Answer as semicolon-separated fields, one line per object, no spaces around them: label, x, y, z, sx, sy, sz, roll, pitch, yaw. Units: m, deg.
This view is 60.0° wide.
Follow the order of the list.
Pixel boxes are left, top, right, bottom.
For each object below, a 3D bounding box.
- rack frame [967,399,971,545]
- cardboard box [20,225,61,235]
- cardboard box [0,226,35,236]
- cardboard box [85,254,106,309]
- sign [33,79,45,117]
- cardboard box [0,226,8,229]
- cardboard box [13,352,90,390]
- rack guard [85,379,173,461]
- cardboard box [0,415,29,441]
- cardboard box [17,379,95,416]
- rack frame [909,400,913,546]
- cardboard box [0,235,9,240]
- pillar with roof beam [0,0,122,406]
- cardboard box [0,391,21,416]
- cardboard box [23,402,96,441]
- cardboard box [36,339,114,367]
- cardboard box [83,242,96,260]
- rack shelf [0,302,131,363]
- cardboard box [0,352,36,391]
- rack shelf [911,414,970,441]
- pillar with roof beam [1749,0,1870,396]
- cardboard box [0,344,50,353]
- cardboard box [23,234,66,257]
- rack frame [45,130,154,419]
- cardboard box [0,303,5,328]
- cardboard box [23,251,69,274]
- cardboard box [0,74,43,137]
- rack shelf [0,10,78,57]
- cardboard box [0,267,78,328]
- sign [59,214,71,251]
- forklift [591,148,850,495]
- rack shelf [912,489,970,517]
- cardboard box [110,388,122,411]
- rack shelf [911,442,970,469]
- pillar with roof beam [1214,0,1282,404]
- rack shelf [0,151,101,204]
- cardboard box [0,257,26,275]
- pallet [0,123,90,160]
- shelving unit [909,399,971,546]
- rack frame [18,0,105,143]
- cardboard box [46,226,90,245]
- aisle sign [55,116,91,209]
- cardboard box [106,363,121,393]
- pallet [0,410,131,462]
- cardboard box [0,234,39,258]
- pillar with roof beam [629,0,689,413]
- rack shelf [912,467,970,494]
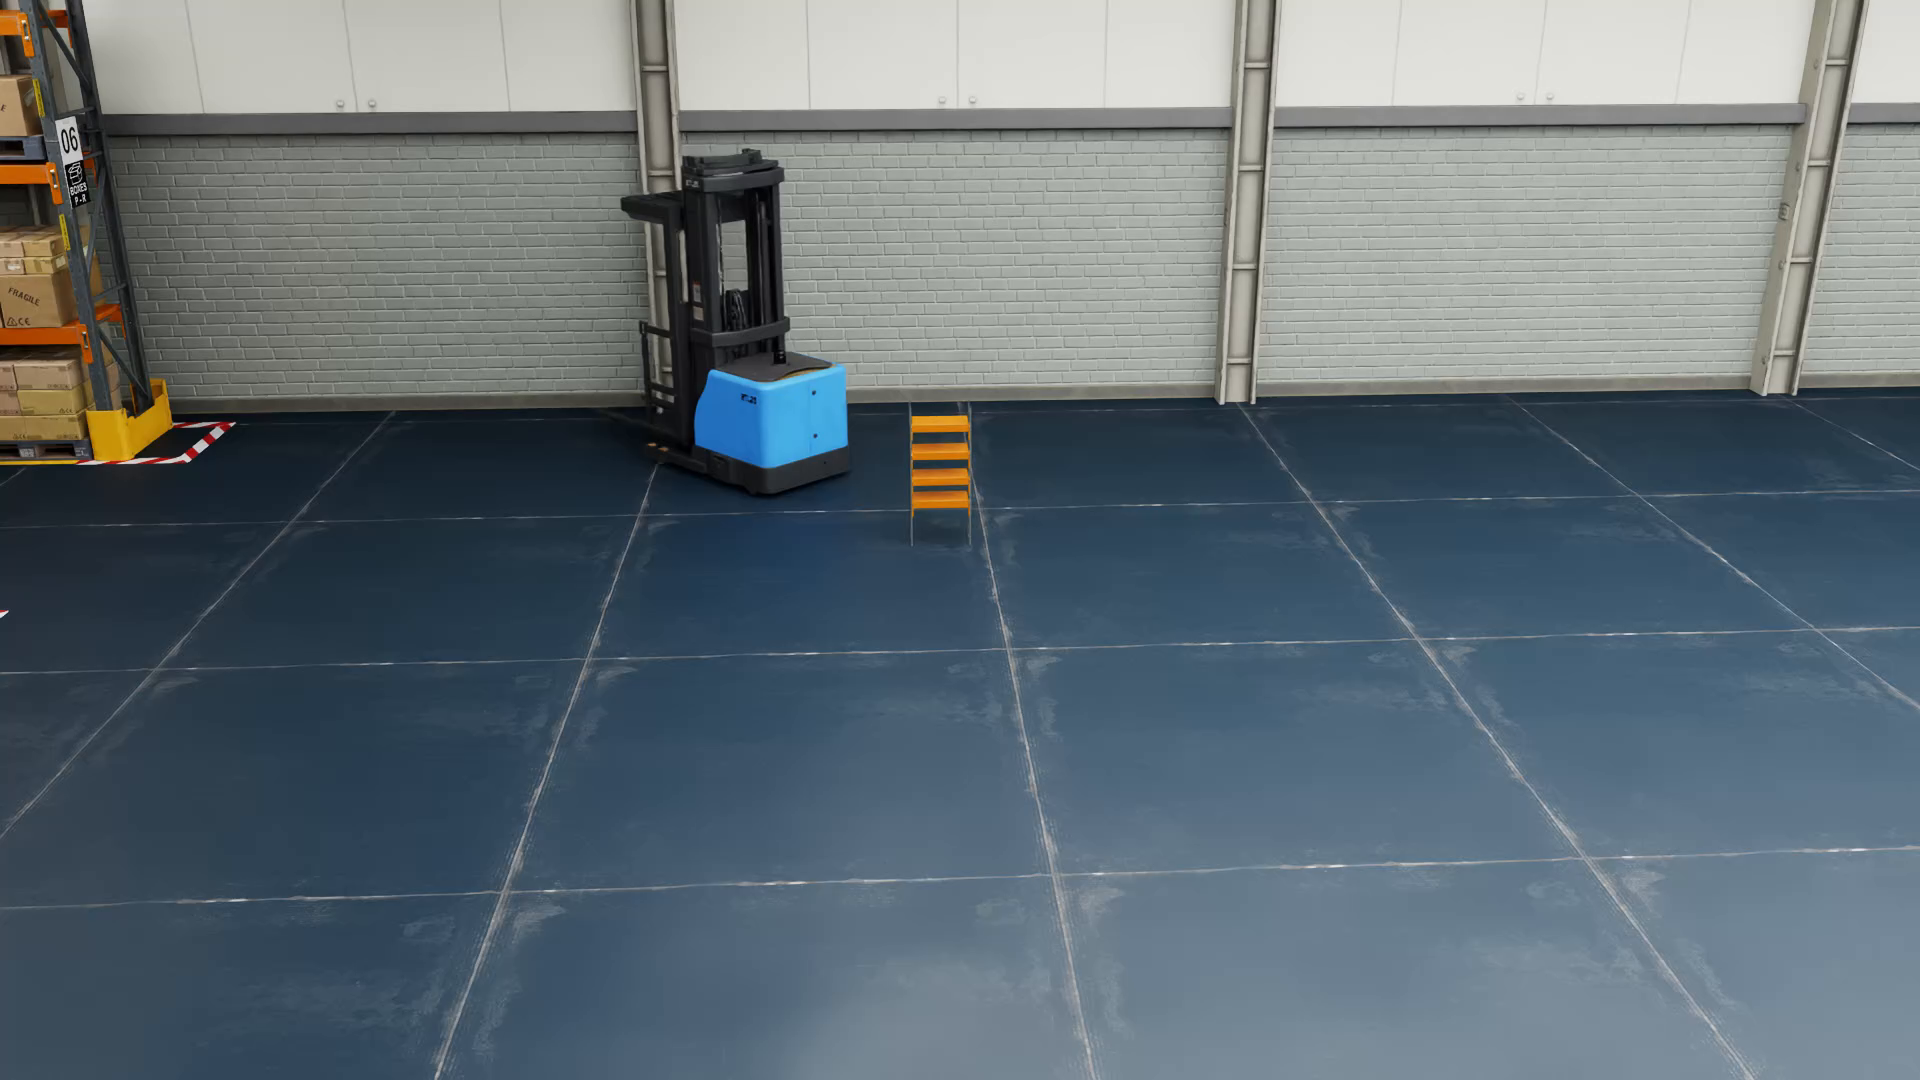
rack frame;0.078;-0.562;13.843;0.015;1.200;0.240;-1;21;-3
cardboard box;-8.873;-2.945;16.101;0.250;0.149;0.380;0;21;-1
cardboard box;-9.130;-2.924;16.047;0.250;0.149;0.380;-1;21;-2
cardboard box;-8.766;-2.505;16.276;0.500;0.500;0.500;0;21;-1
sign;-8.239;-3.956;14.877;0.005;0.325;0.100;-1;21;-3
cardboard box;-9.377;-2.924;16.048;0.250;0.149;0.380;-1;21;-3
cardboard box;-8.698;-1.628;15.983;0.500;0.250;0.500;0;21;-1
rack guard;-8.232;-1.202;16.508;0.348;0.500;1.175;-1;21;-3
cardboard box;-9.204;-1.153;16.139;0.500;0.250;0.500;-1;21;-3
cardboard box;-8.724;-1.394;16.069;0.500;0.250;0.500;-1;21;-4
rack frame;-0.409;-0.552;13.817;0.015;1.200;0.240;-1;21;-3
cardboard box;-9.106;-2.746;15.578;0.250;0.149;0.380;-1;21;-2
pillar with roof beam;-8.757;-3.950;11.781;0.400;9.000;9.100;-1;21;-3
cardboard box;-9.225;-1.388;16.053;0.500;0.250;0.500;-1;21;-4
cardboard box;-8.707;-1.159;16.156;0.500;0.250;0.500;-1;21;-3
cardboard box;-8.747;-1.806;16.449;0.500;0.250;0.500;-1;21;-4
cardboard box;-8.610;-2.805;16.152;0.250;0.149;0.380;-2;21;-4
rack shelf;-10.253;-1.993;16.083;4.000;0.370;1.077;-1;21;-3
cardboard box;-9.207;-1.616;15.950;0.500;0.250;0.500;-1;21;-2
rack shelf;-0.165;-0.925;13.690;0.480;0.148;0.258;-1;21;-3
pillar with roof beam;9.214;-4.316;12.741;0.400;9.000;9.100;-1;21;-3
cardboard box;-9.245;-1.795;16.419;0.500;0.250;0.500;-1;21;-3
cardboard box;-8.602;-2.777;15.660;0.250;0.149;0.380;-1;21;-3
rack frame;-8.256;-2.370;16.062;0.127;3.000;1.000;-1;21;-3
cardboard box;-9.251;-2.306;15.753;0.500;0.500;0.500;-1;21;-1
cardboard box;-8.586;-2.613;15.648;0.250;0.149;0.380;-1;21;-2
cardboard box;-8.684;-3.966;15.167;0.500;0.500;0.500;0;21;-1
rack shelf;-10.253;-4.610;15.087;4.000;0.370;1.077;-1;21;-3
cardboard box;-8.732;-2.313;15.772;0.500;0.500;0.500;-2;21;-4
sign;-8.239;-2.829;15.306;0.005;0.325;0.100;-1;21;-3
forklift;-2.439;-2.211;15.741;3.031;2.935;1.130;19;28;41
rack shelf;-0.165;-0.309;13.925;0.480;0.148;0.258;-1;21;-3
cardboard box;-8.758;-1.341;16.632;0.500;0.250;0.500;-1;21;-3
rack shelf;-0.165;-0.704;13.774;0.480;0.148;0.258;-1;21;-3
pillar with roof beam;3.224;-4.194;12.421;0.400;9.000;9.100;-1;21;-3
rack shelf;-10.253;-3.395;15.549;4.000;0.370;1.077;-1;21;-3
cardboard box;-8.840;-2.598;15.607;0.250;0.149;0.380;-1;21;-2
pallet;-8.963;-3.725;15.530;1.213;0.211;1.003;-1;21;-3
shelving unit;-0.165;-0.557;13.830;0.503;1.200;0.258;-1;21;-3
rack frame;-8.256;-5.174;14.994;0.127;3.000;1.000;-1;21;-3
cardboard box;-8.604;-2.928;16.057;0.250;0.149;0.380;-2;21;-4
aisle sign;-8.174;-3.482;15.328;0.004;0.787;0.394;-1;21;-3
cardboard box;-8.737;-1.579;16.556;0.500;0.250;0.500;-1;21;-2
pallet;-9.017;-1.036;16.478;1.213;0.211;1.003;-1;21;-3
cardboard box;-8.846;-2.761;15.618;0.250;0.149;0.380;-1;21;-3
pillar with roof beam;-2.767;-4.072;12.101;0.400;9.000;9.100;-1;21;-3
rack shelf;-0.165;-0.494;13.854;0.480;0.148;0.258;-1;21;-3
